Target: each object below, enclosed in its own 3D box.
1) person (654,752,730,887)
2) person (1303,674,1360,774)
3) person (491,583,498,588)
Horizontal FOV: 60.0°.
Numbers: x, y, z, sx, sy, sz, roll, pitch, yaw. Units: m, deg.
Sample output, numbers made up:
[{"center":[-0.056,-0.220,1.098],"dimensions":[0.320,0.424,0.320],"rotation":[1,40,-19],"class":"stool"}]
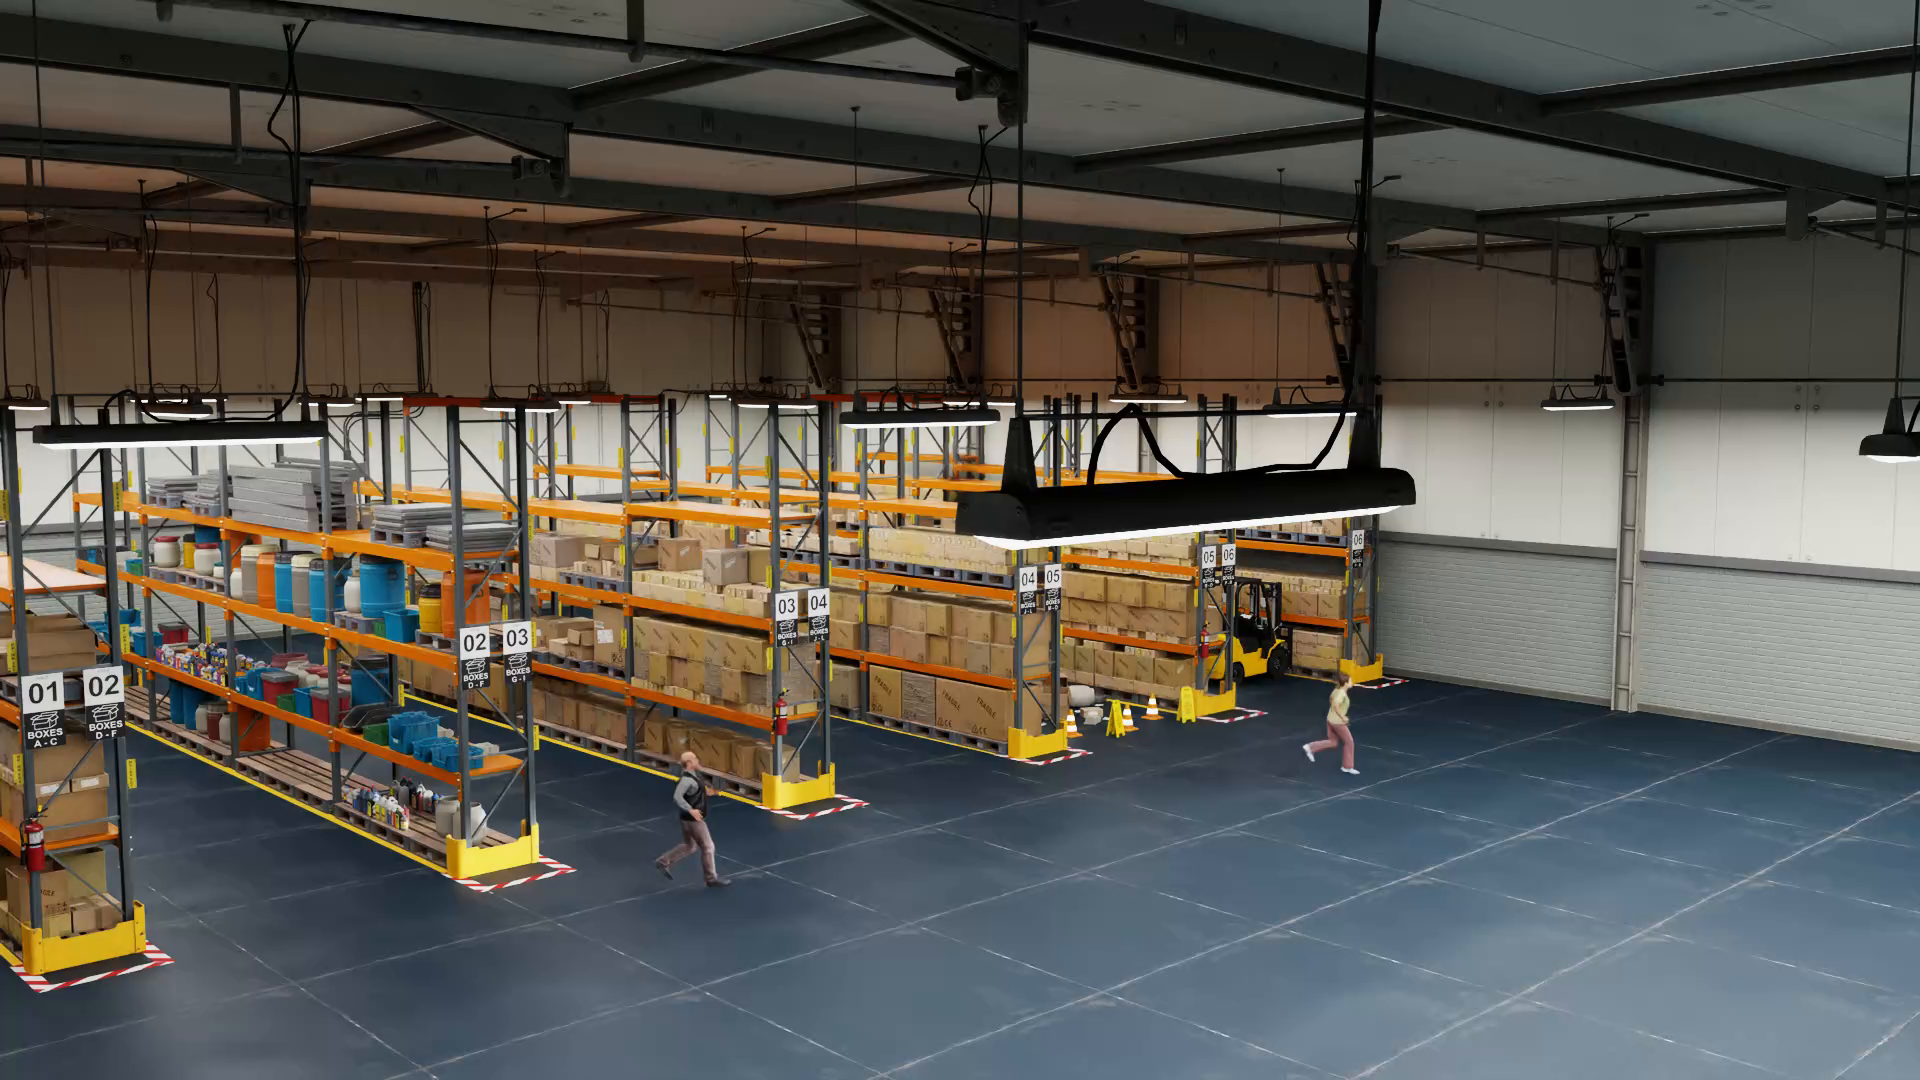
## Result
[{"center":[-3.342,3.471,20.680],"dimensions":[0.940,1.699,0.665],"rotation":[-1,6,-12],"class":"person"},{"center":[5.984,2.962,26.687],"dimensions":[0.933,1.658,0.585],"rotation":[0,6,-3],"class":"person"},{"center":[-10.786,1.817,38.294],"dimensions":[0.646,1.595,0.905],"rotation":[0,6,-3],"class":"person"}]
